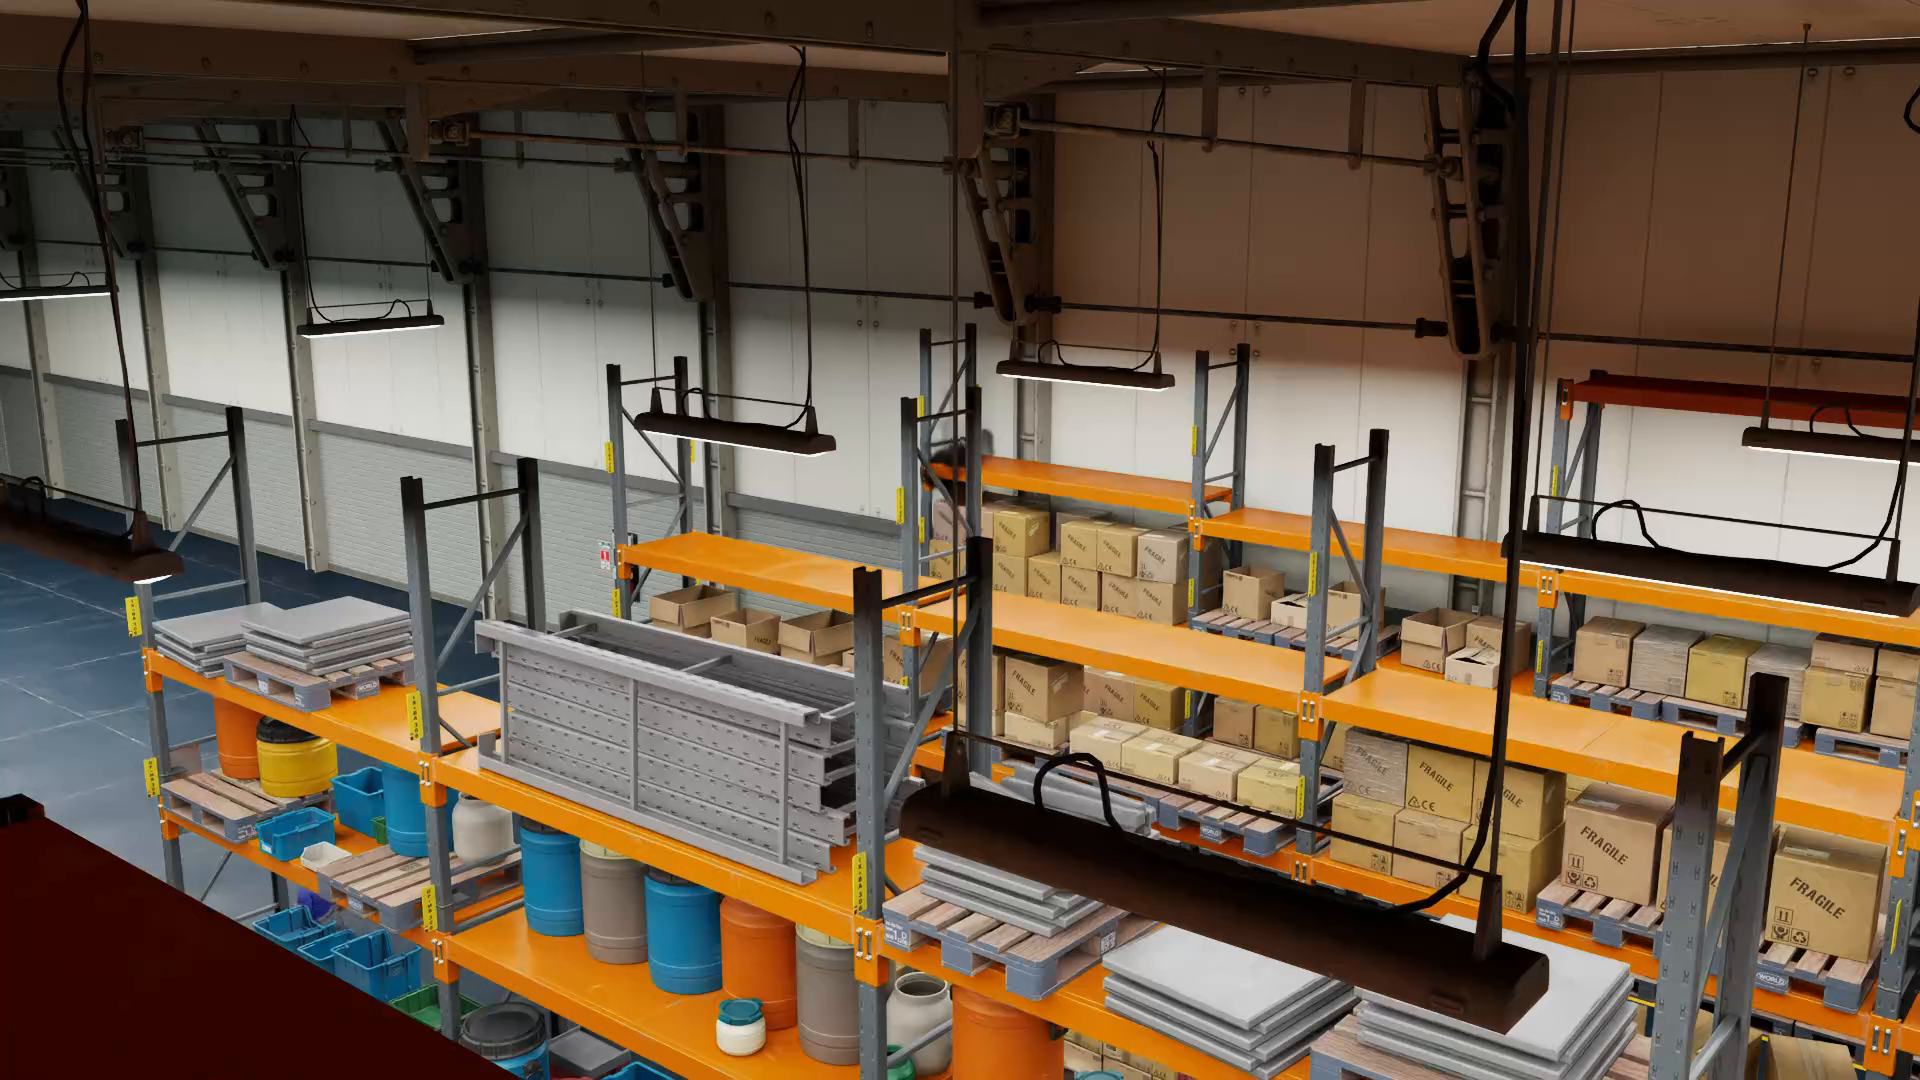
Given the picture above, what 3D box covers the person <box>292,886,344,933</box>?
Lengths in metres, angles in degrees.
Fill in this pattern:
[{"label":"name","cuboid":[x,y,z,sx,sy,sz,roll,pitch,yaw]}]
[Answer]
[{"label":"person","cuboid":[-6.063,3.769,15.920,0.792,1.683,0.593,2,13,11]}]
